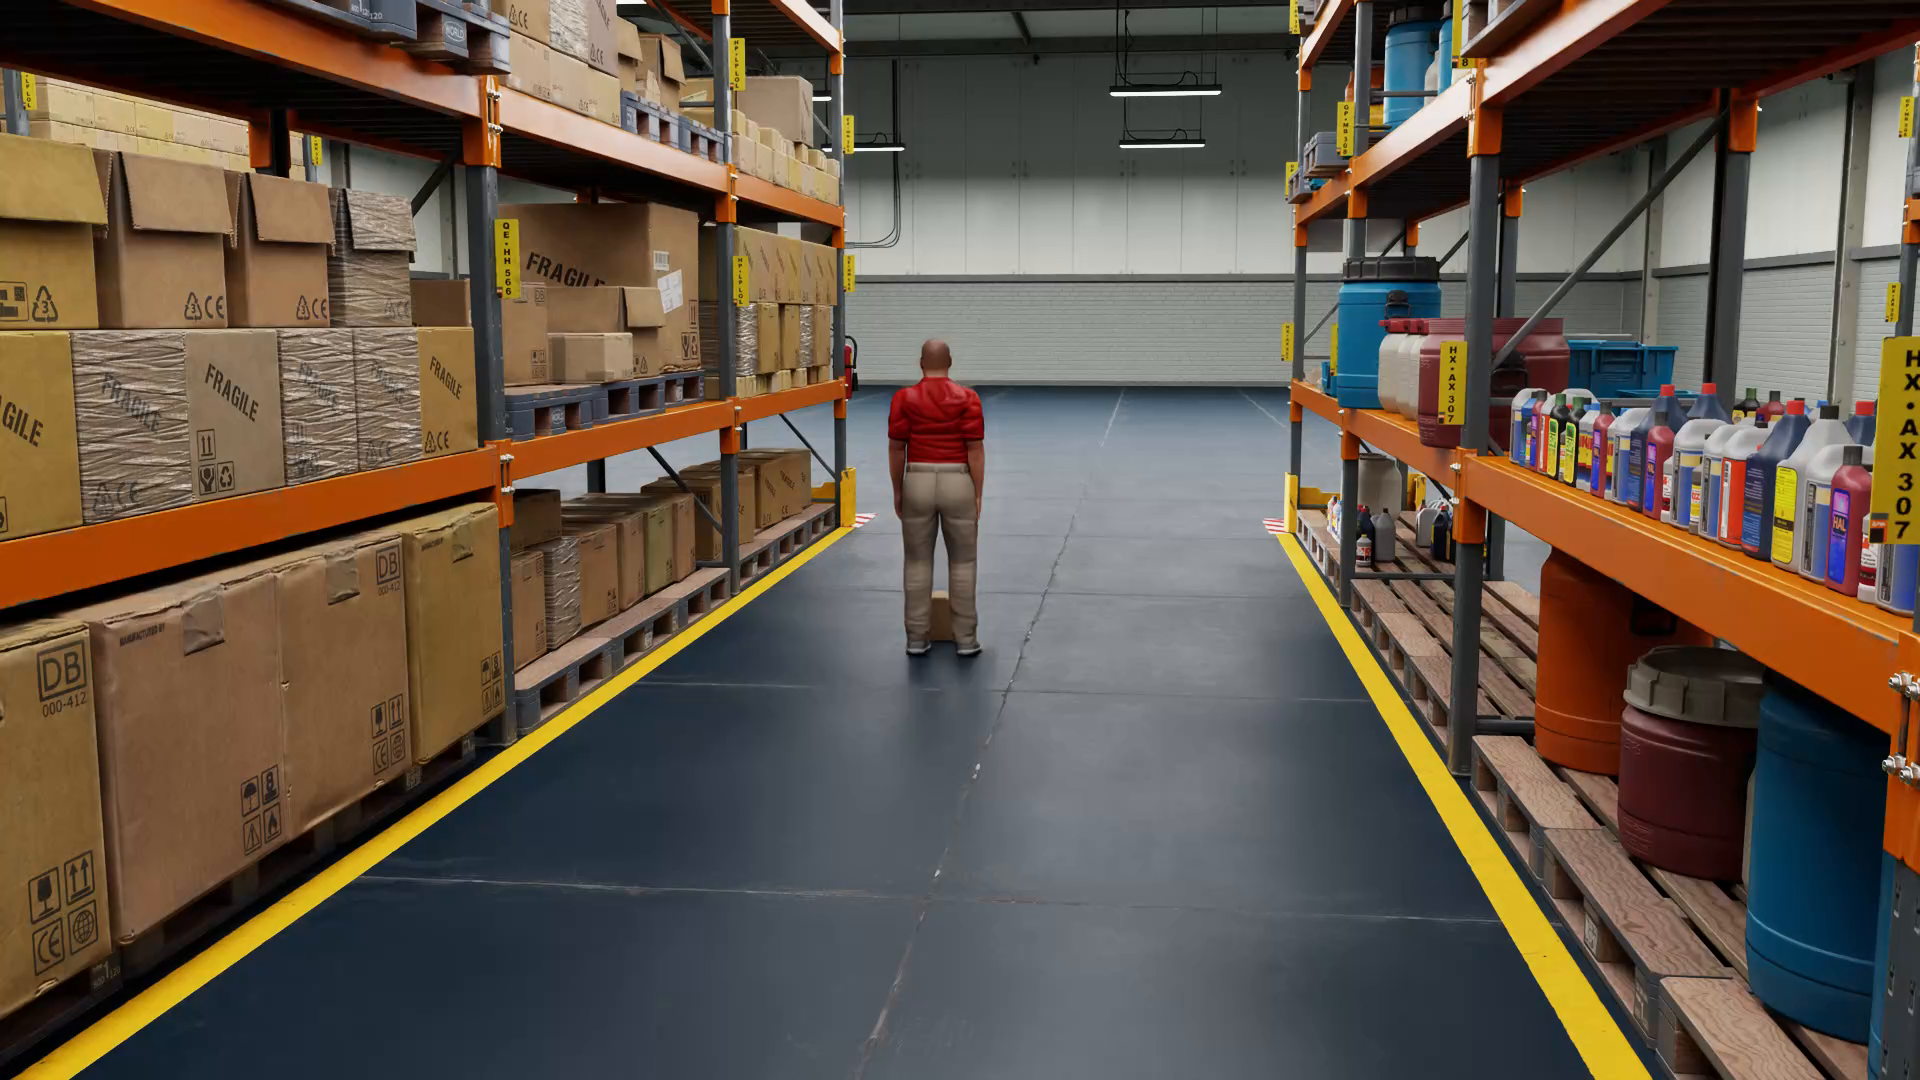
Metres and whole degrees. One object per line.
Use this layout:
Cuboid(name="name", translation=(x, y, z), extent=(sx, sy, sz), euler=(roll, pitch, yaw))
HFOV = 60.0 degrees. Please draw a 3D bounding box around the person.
Cuboid(name="person", translation=(-0.122, -0.233, 9.100), extent=(0.530, 1.735, 0.371), euler=(1, 8, 7))
